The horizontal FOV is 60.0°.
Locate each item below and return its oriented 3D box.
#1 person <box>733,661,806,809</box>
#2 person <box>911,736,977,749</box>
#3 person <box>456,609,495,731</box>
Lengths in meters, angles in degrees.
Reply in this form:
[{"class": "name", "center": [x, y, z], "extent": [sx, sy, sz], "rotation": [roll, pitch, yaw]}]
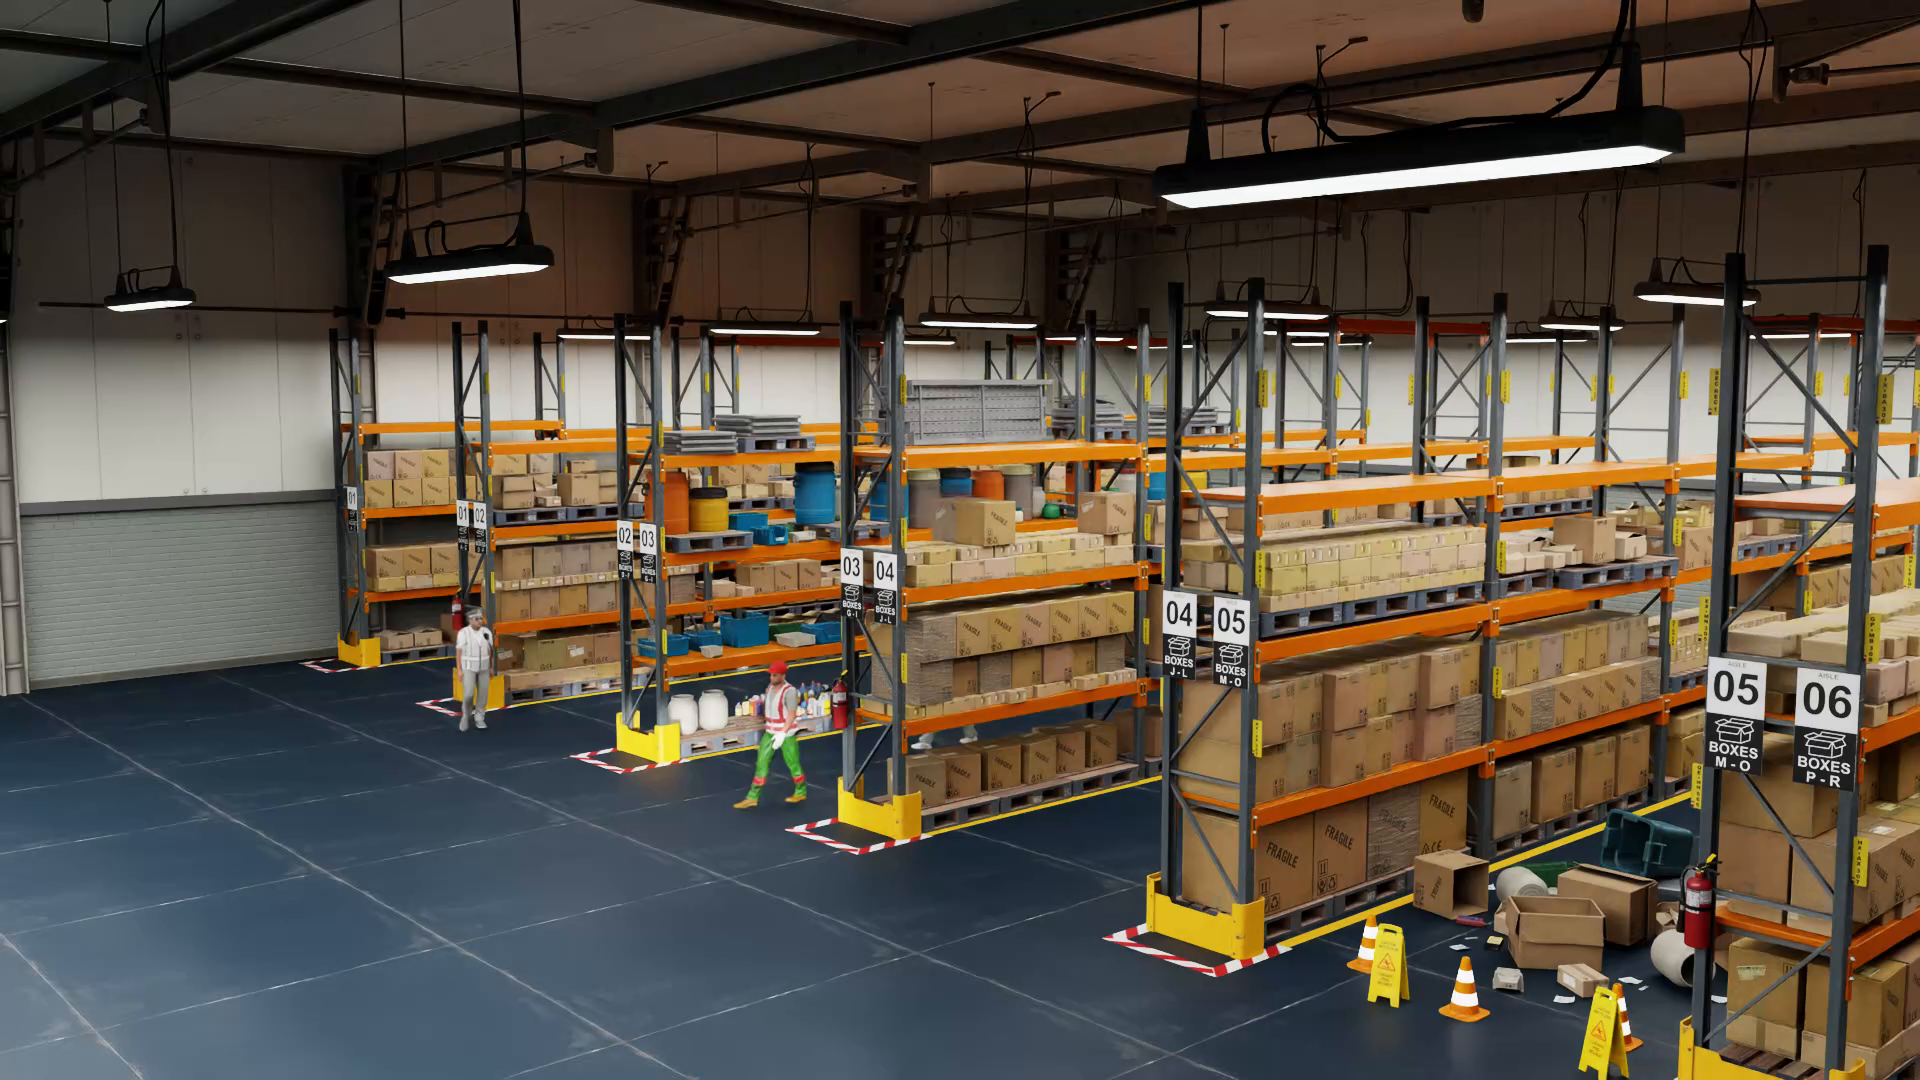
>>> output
[{"class": "person", "center": [-2.211, 2.309, 19.837], "extent": [0.572, 1.745, 0.900], "rotation": [5, 7, 39]}, {"class": "person", "center": [-0.201, 2.078, 22.990], "extent": [1.064, 1.600, 0.523], "rotation": [-5, 7, -39]}, {"class": "person", "center": [-7.059, 1.887, 24.246], "extent": [0.571, 1.791, 0.437], "rotation": [-4, 7, -38]}]
